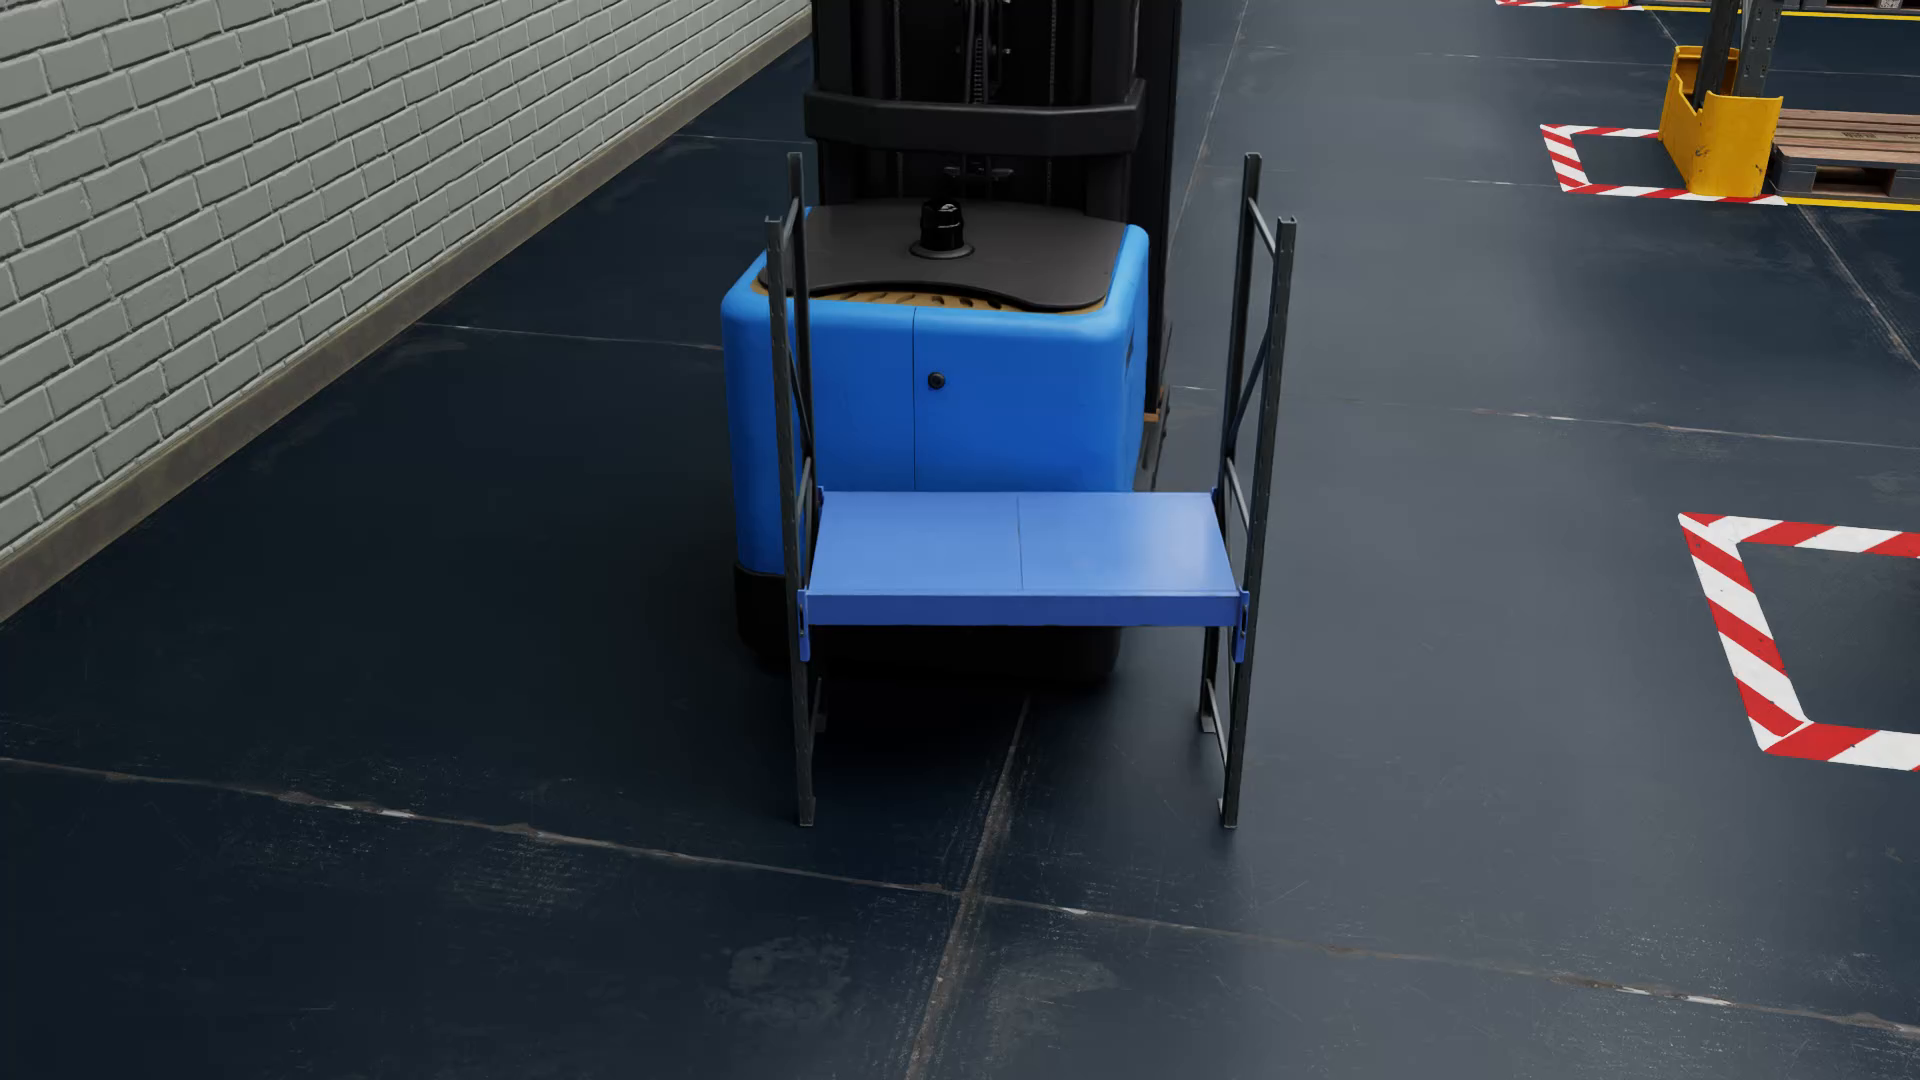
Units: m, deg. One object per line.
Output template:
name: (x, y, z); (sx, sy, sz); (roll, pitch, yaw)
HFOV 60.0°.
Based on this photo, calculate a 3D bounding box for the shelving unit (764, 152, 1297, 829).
shelving unit: (0.140, -0.086, 3.845); (1.048, 1.500, 0.538); (0, 29, 0)

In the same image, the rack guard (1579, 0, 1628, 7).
rack guard: (5.040, -4.563, 13.064); (0.348, 0.500, 1.175); (6, 29, 11)

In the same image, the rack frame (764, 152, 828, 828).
rack frame: (-0.368, -0.087, 3.847); (0.032, 1.500, 0.500); (0, 29, 0)

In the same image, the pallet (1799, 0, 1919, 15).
pallet: (7.051, -4.267, 12.825); (1.213, 0.211, 1.003); (6, 29, 11)

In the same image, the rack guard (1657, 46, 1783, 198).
rack guard: (4.003, -2.231, 8.805); (0.348, 0.500, 1.175); (6, 29, 11)

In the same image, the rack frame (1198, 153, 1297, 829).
rack frame: (0.649, -0.085, 3.843); (0.032, 1.500, 0.500); (0, 29, 0)

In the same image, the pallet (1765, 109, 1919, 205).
pallet: (4.828, -2.007, 8.696); (1.213, 0.211, 1.003); (6, 29, 11)

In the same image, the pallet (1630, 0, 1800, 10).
pallet: (5.862, -4.391, 13.050); (1.213, 0.211, 1.003); (6, 29, 11)

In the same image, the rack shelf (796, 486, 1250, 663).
rack shelf: (0.140, 0.072, 3.932); (1.000, 0.185, 0.538); (0, 29, 0)

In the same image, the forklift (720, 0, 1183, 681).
forklift: (0.148, -1.599, 5.118); (1.130, 2.935, 3.031); (5, 29, 9)

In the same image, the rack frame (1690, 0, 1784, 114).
rack frame: (4.029, -3.331, 8.211); (0.127, 3.000, 1.000); (6, 29, 11)
